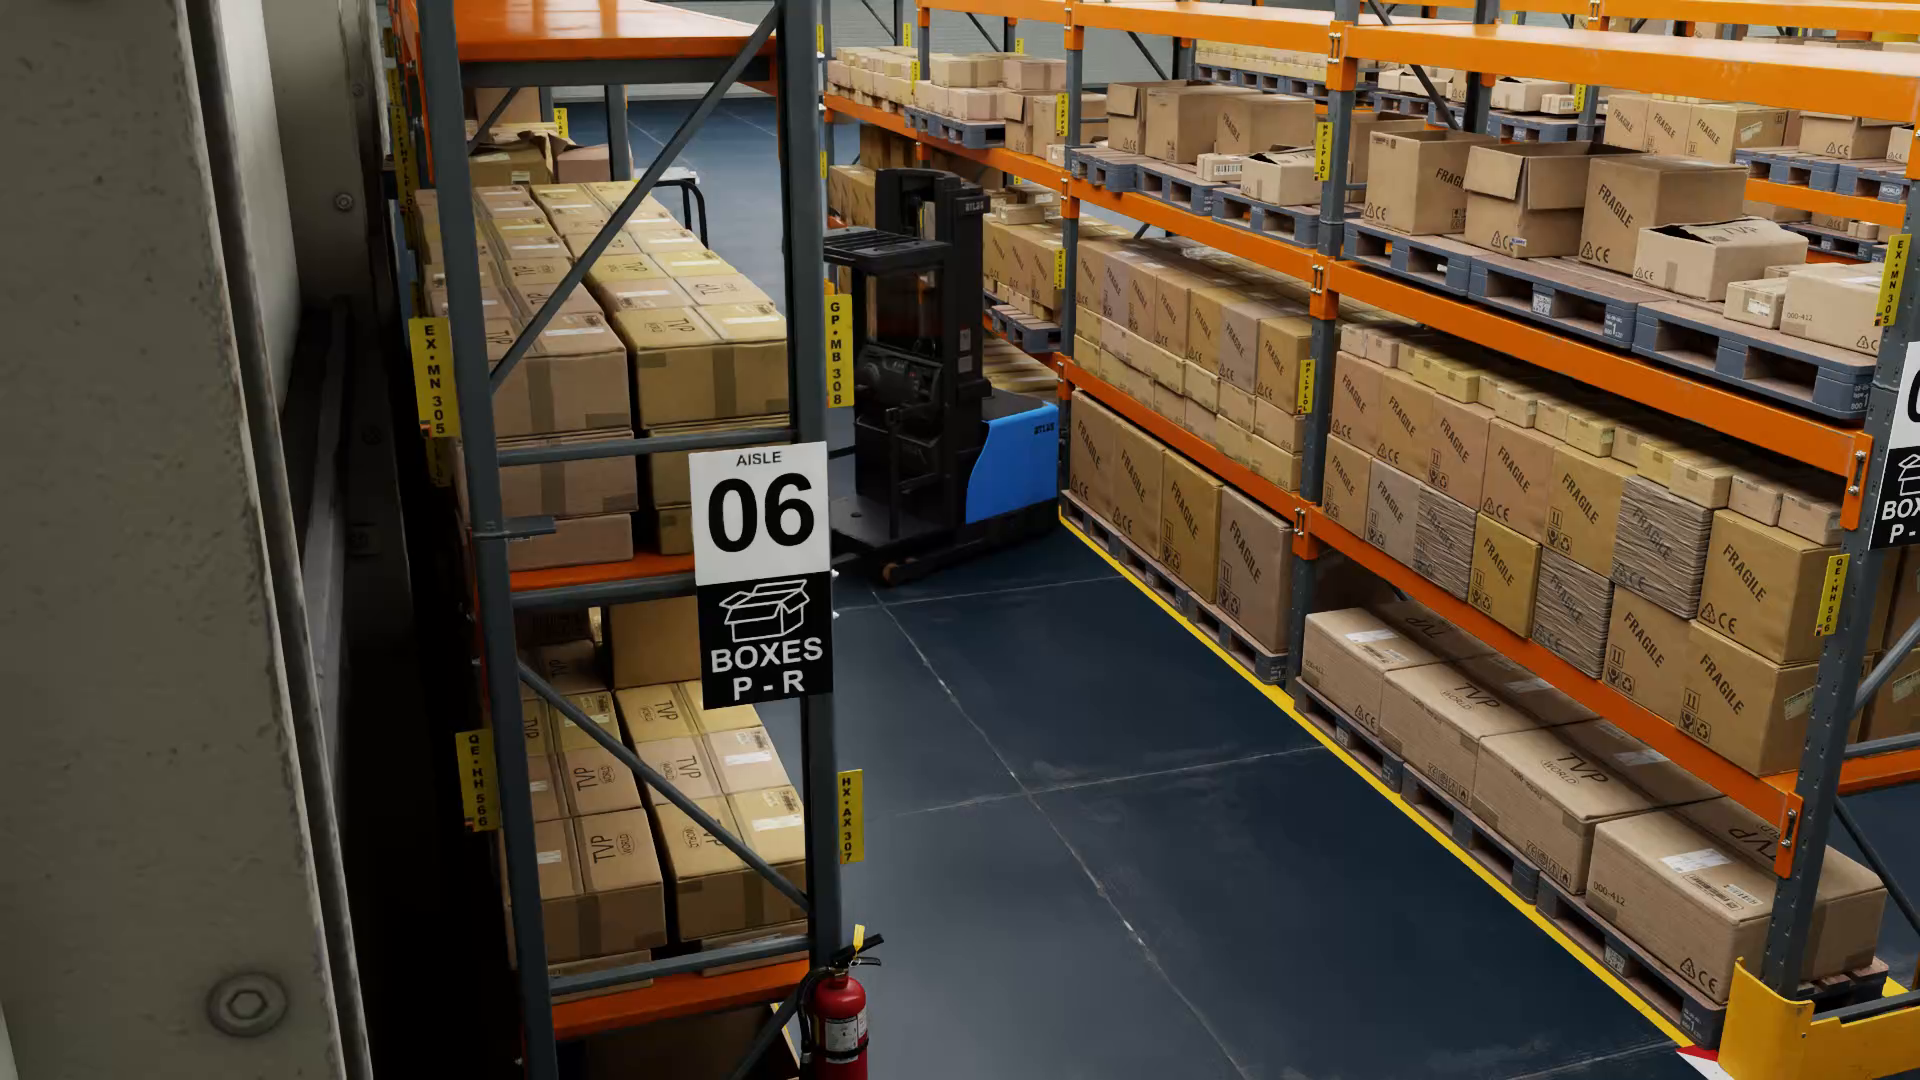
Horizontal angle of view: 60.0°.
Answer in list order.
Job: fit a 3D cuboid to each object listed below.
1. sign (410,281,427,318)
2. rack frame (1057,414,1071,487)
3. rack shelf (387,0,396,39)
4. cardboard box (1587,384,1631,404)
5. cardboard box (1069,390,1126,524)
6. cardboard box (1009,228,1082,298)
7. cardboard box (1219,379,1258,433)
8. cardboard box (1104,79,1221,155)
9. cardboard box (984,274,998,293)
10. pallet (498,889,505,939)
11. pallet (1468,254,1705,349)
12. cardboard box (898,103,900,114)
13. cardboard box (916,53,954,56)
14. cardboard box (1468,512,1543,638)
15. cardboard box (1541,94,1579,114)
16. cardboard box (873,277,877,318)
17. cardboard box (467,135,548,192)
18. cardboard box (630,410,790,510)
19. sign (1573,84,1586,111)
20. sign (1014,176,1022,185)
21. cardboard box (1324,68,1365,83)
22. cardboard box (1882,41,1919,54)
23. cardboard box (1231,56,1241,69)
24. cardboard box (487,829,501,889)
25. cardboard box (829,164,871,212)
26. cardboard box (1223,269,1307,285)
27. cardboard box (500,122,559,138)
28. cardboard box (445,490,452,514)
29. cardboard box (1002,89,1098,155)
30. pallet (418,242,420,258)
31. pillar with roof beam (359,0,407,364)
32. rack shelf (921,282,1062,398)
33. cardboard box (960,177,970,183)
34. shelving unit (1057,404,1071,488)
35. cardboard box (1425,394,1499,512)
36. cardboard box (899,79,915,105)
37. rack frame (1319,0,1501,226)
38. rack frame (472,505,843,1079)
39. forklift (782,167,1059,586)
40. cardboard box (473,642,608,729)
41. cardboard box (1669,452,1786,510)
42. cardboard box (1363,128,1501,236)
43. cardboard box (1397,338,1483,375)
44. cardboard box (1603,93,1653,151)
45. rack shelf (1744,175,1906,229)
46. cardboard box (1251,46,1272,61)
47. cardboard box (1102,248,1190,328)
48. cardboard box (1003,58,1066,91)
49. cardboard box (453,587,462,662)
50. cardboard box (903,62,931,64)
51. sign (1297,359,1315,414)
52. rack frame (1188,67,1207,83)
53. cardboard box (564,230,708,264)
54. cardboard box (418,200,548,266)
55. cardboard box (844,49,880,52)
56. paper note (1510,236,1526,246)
[{"bbox_3d":[-3.910,-1.709,12.025,0.100,0.325,0.005,-6,21,-17],"label":"sign"},{"bbox_3d":[0.767,-0.664,13.841,0.240,0.900,0.006,6,11,-37],"label":"rack frame"},{"bbox_3d":[-4.013,-4.163,13.350,1.077,0.370,4.000,-6,21,-17],"label":"rack shelf"},{"bbox_3d":[3.416,-0.733,8.433,0.380,0.149,0.250,-6,21,-17],"label":"cardboard box"},{"bbox_3d":[1.465,-0.720,13.506,0.875,0.875,0.875,-7,21,-18],"label":"cardboard box"},{"bbox_3d":[0.747,-2.419,14.504,0.500,0.500,0.500,-7,21,-18],"label":"cardboard box"},{"bbox_3d":[2.050,-0.909,10.993,0.500,0.250,0.500,-6,21,-16],"label":"cardboard box"},{"bbox_3d":[1.588,-3.306,12.972,0.797,0.503,0.637,-8,21,-21],"label":"cardboard box"},{"bbox_3d":[0.438,-2.401,15.415,0.380,0.149,0.250,-7,21,-19],"label":"cardboard box"},{"bbox_3d":[-1.912,1.592,8.672,1.003,0.211,1.213,-6,21,-17],"label":"pallet"},{"bbox_3d":[3.211,-1.185,7.971,1.003,0.211,1.213,-6,21,-17],"label":"pallet"},{"bbox_3d":[-0.453,-4.655,17.874,0.380,0.149,0.250,-7,21,-19],"label":"cardboard box"},{"bbox_3d":[-0.287,-5.423,18.833,0.380,0.149,0.250,-6,21,-16],"label":"cardboard box"},{"bbox_3d":[2.949,0.150,8.415,0.500,0.500,0.500,-6,21,-16],"label":"cardboard box"},{"bbox_3d":[5.597,-4.027,15.328,0.380,0.166,0.250,-6,21,-17],"label":"cardboard box"},{"bbox_3d":[-0.694,-2.781,19.059,0.500,0.500,0.500,-5,20,-14],"label":"cardboard box"},{"bbox_3d":[-2.288,-1.905,8.394,0.396,0.266,0.258,-7,21,-18],"label":"cardboard box"},{"bbox_3d":[-0.750,-0.310,5.186,0.500,0.250,0.500,-7,21,-18],"label":"cardboard box"},{"bbox_3d":[5.465,-3.947,14.649,0.100,0.325,0.005,-6,21,-17],"label":"sign"},{"bbox_3d":[0.595,-3.642,17.405,0.100,0.325,0.005,-6,21,-17],"label":"sign"},{"bbox_3d":[4.319,-5.216,18.666,0.380,0.149,0.250,-6,21,-17],"label":"cardboard box"},{"bbox_3d":[10.035,-4.950,17.436,0.500,0.500,0.500,-6,21,-16],"label":"cardboard box"},{"bbox_3d":[3.601,-5.949,20.706,0.380,0.149,0.250,-6,21,-17],"label":"cardboard box"},{"bbox_3d":[-1.547,1.141,6.173,0.380,0.149,0.250,-6,21,-17],"label":"cardboard box"},{"bbox_3d":[-1.302,-4.326,20.435,0.500,0.500,0.500,-7,21,-18],"label":"cardboard box"},{"bbox_3d":[2.209,-1.645,11.933,0.500,0.500,0.500,-7,21,-18],"label":"cardboard box"},{"bbox_3d":[-2.995,-2.814,11.569,0.380,0.149,0.250,-6,21,-15],"label":"cardboard box"},{"bbox_3d":[-3.458,-0.262,11.826,0.380,0.149,0.250,-6,21,-15],"label":"cardboard box"},{"bbox_3d":[0.820,-3.700,14.689,0.797,0.503,0.637,-6,21,-17],"label":"cardboard box"},{"bbox_3d":[-2.265,-1.481,8.942,1.213,0.211,1.003,-6,21,-17],"label":"pallet"},{"bbox_3d":[-2.449,-6.753,18.906,9.100,9.000,0.400,-6,21,-17],"label":"pillar with roof beam"},{"bbox_3d":[0.698,-2.056,15.768,1.077,0.370,4.000,-6,21,-17],"label":"rack shelf"},{"bbox_3d":[-0.118,-3.538,16.661,0.380,0.149,0.250,-6,21,-17],"label":"cardboard box"},{"bbox_3d":[0.709,-0.689,13.921,0.258,0.900,0.210,6,11,-37],"label":"shelving unit"},{"bbox_3d":[2.807,-0.480,8.688,0.500,0.500,0.500,-6,21,-16],"label":"cardboard box"},{"bbox_3d":[-0.325,-4.631,17.217,0.500,0.250,0.500,-7,21,-18],"label":"cardboard box"},{"bbox_3d":[2.584,-3.293,9.272,1.000,3.000,0.127,-6,21,-17],"label":"rack frame"},{"bbox_3d":[-0.870,1.343,5.240,1.000,3.000,0.127,-6,21,-17],"label":"rack frame"},{"bbox_3d":[-0.625,-1.236,12.521,3.031,2.935,1.130,-17,26,-39],"label":"forklift"},{"bbox_3d":[-1.742,0.661,6.920,0.500,0.250,0.500,-6,21,-17],"label":"cardboard box"},{"bbox_3d":[3.275,-0.255,7.103,0.380,0.149,0.250,-7,21,-18],"label":"cardboard box"},{"bbox_3d":[2.570,-1.962,9.086,0.500,0.500,0.500,-6,21,-16],"label":"cardboard box"},{"bbox_3d":[2.653,-1.005,9.191,0.380,0.149,0.250,-7,21,-18],"label":"cardboard box"},{"bbox_3d":[5.921,-3.559,14.301,0.500,0.500,0.500,-6,21,-17],"label":"cardboard box"},{"bbox_3d":[6.623,-2.743,13.242,1.077,0.370,4.000,-6,21,-17],"label":"rack shelf"},{"bbox_3d":[3.865,-5.936,20.082,0.500,0.250,0.500,-6,21,-17],"label":"cardboard box"},{"bbox_3d":[1.415,-1.928,12.720,0.500,0.500,0.500,-6,21,-17],"label":"cardboard box"},{"bbox_3d":[0.714,-4.313,15.411,0.500,0.250,0.500,-6,21,-16],"label":"cardboard box"},{"bbox_3d":[-2.874,0.582,10.437,0.500,0.500,0.500,-7,21,-20],"label":"cardboard box"},{"bbox_3d":[-0.389,-4.952,17.521,0.380,0.149,0.250,-6,21,-16],"label":"cardboard box"},{"bbox_3d":[2.072,-0.916,9.934,0.100,0.325,0.005,-6,21,-17],"label":"sign"},{"bbox_3d":[3.480,-4.879,22.561,1.000,3.000,0.127,-6,21,-17],"label":"rack frame"},{"bbox_3d":[-1.253,-1.030,6.452,0.500,0.250,0.500,-6,21,-16],"label":"cardboard box"},{"bbox_3d":[-2.064,-1.303,7.213,0.500,0.250,0.500,-7,21,-19],"label":"cardboard box"},{"bbox_3d":[-1.155,-5.687,19.568,0.380,0.149,0.250,-6,21,-17],"label":"cardboard box"},{"bbox_3d":[2.628,-1.409,7.838,0.006,0.032,0.123,-6,21,-17],"label":"paper note"}]
